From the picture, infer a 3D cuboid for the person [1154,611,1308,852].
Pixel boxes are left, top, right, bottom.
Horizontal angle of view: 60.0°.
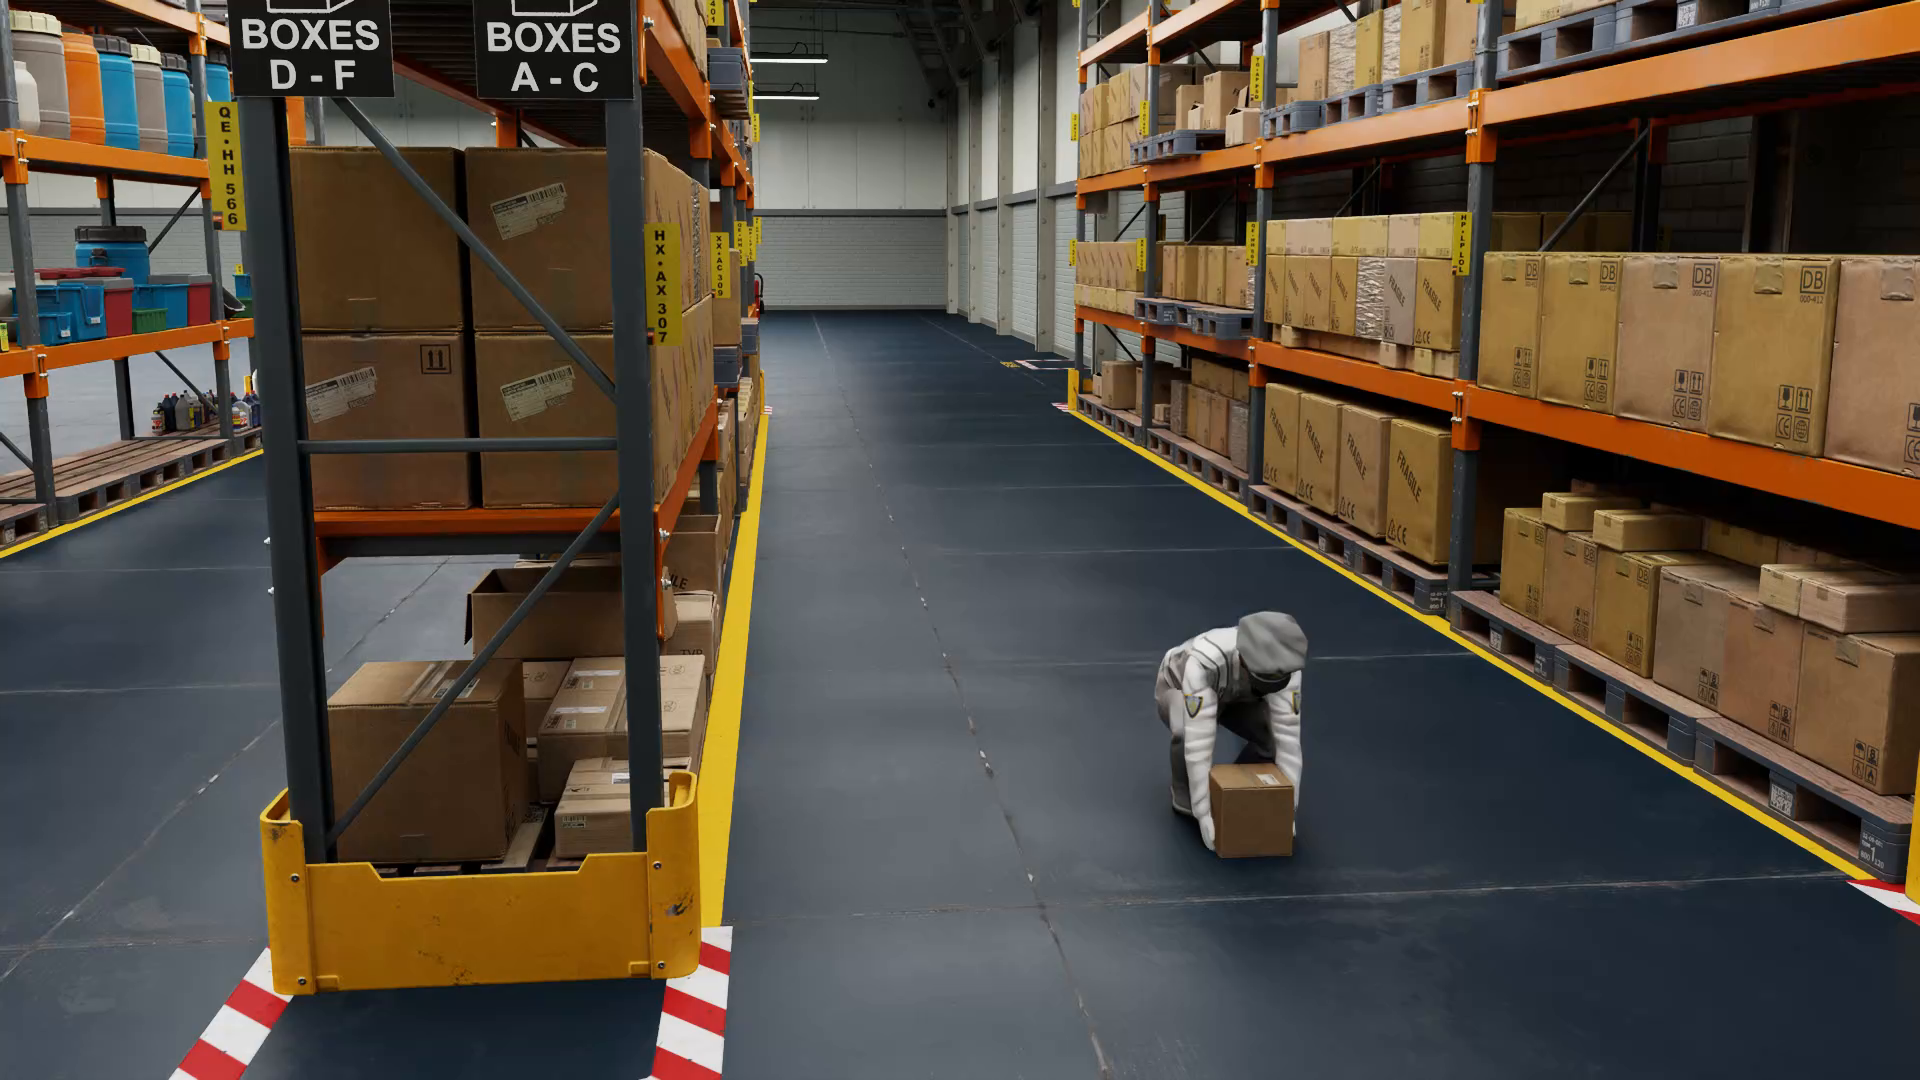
[{"bbox_3d":[0.971,0.615,5.971,0.470,0.850,0.868,-1,10,-6],"label":"person"}]
